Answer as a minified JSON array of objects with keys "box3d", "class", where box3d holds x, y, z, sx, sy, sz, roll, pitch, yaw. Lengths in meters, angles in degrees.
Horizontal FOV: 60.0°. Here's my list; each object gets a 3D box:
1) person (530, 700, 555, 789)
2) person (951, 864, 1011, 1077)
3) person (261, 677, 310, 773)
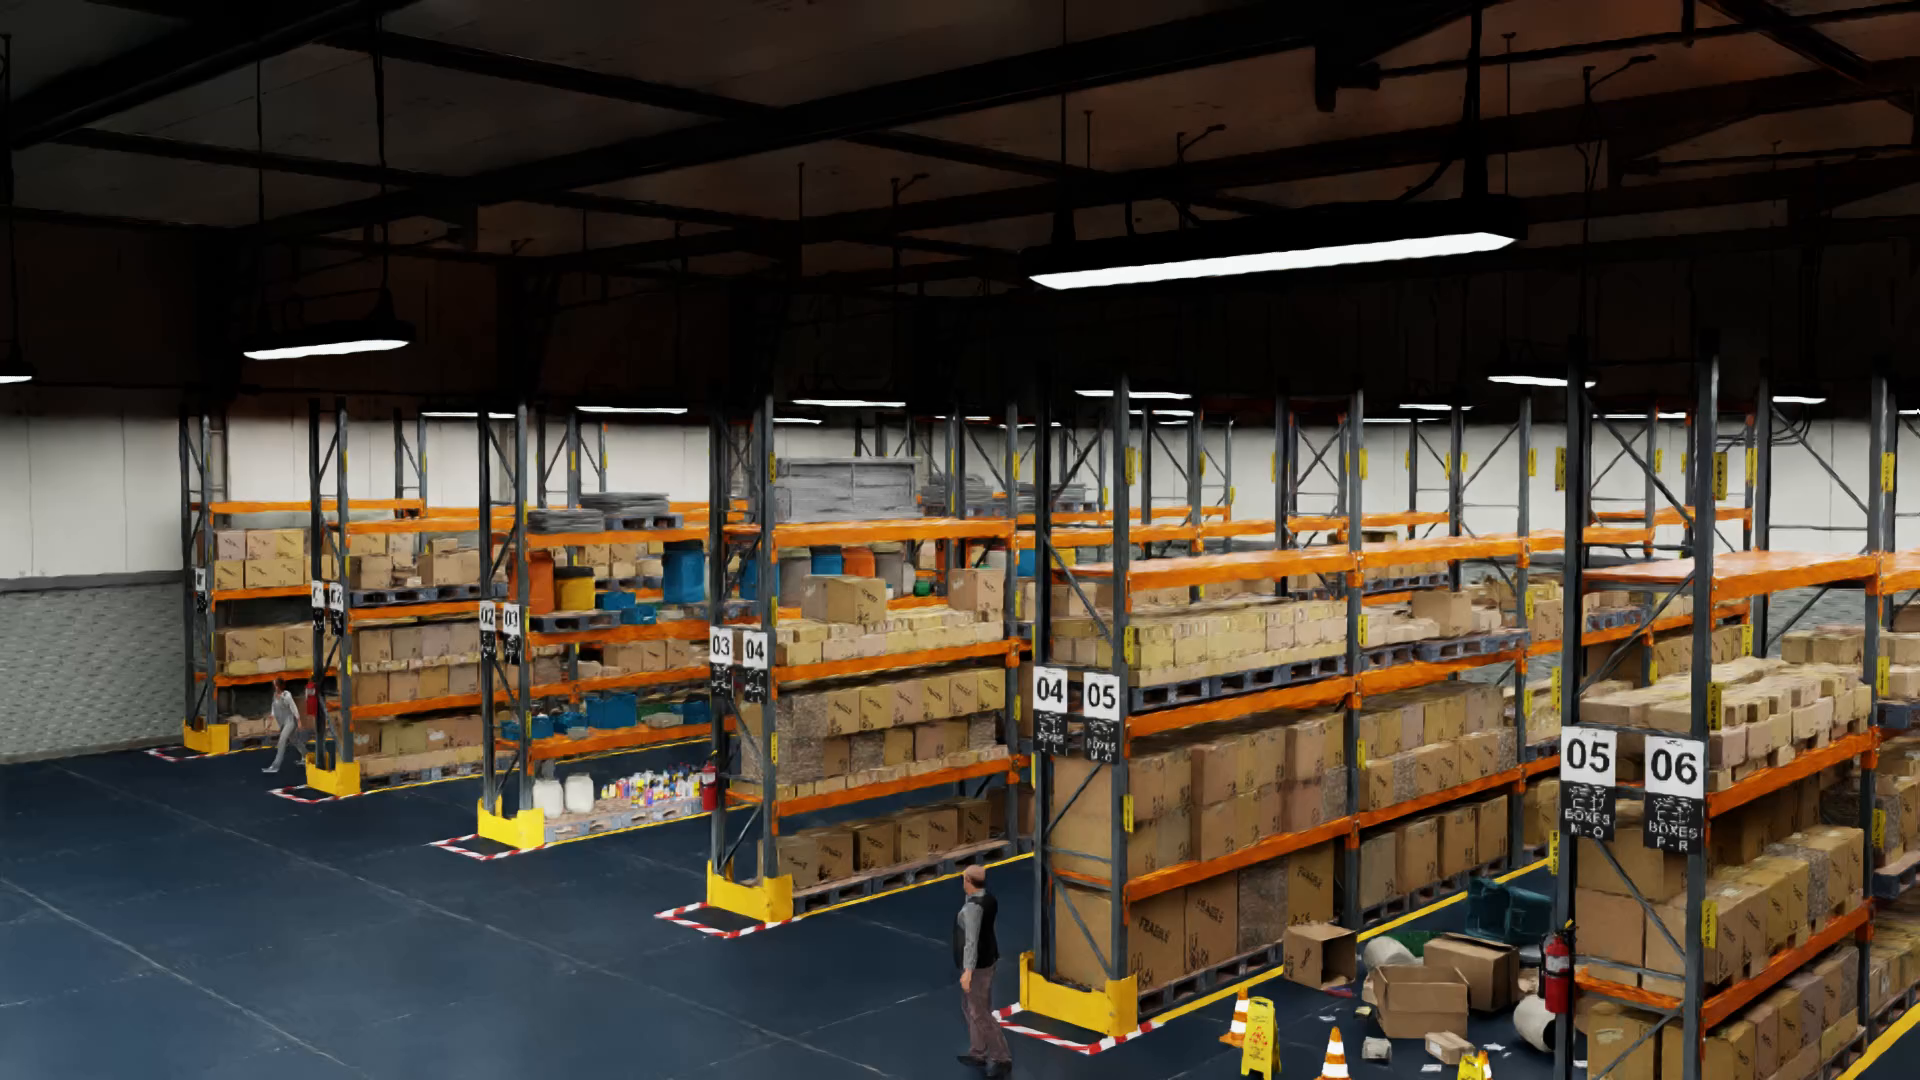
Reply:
[{"box3d":[-6.084,3.088,24.160,0.595,1.623,0.539,3,4,41],"class":"person"},{"box3d":[0.196,3.579,13.958,0.533,1.713,0.579,1,3,18],"class":"person"},{"box3d":[-10.946,2.983,26.959,0.440,1.492,1.019,2,4,33],"class":"person"}]
